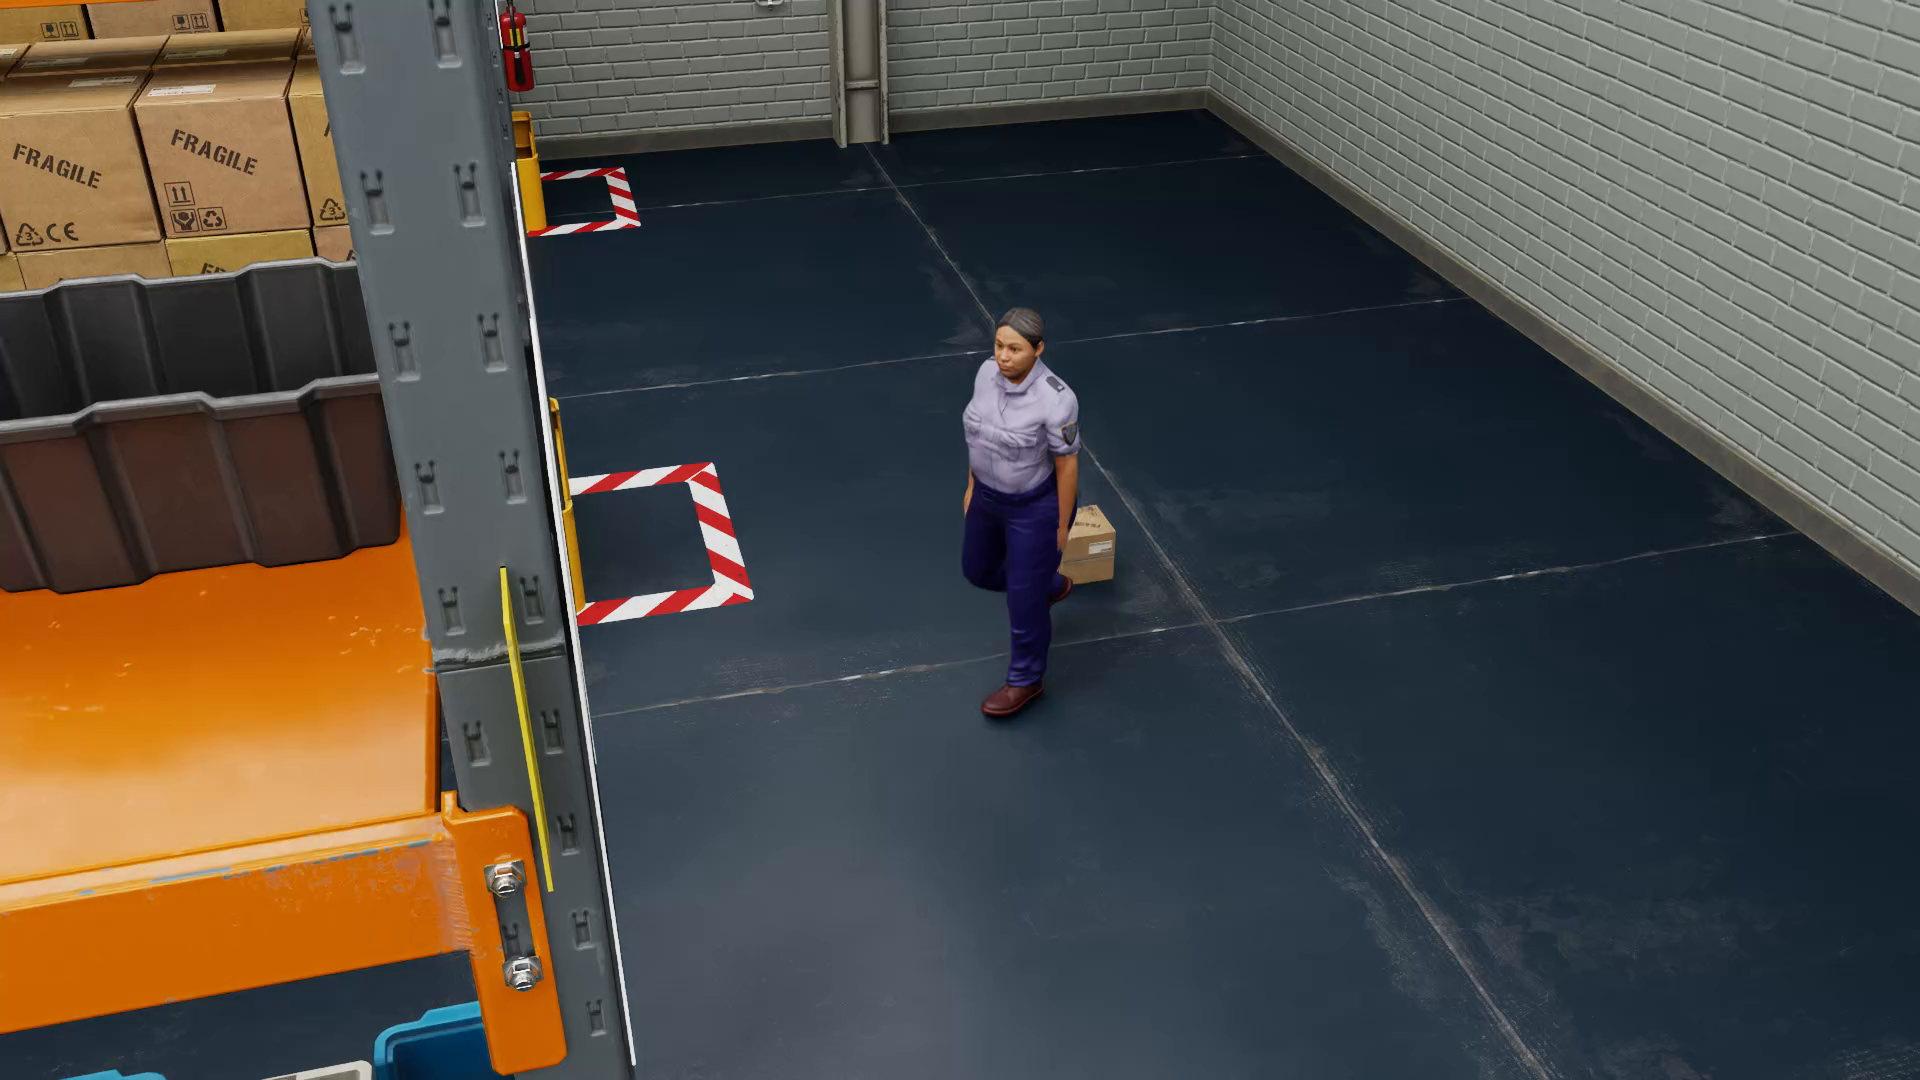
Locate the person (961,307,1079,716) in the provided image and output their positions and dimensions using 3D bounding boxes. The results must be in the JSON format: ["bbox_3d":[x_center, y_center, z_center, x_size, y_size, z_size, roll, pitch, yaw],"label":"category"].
[{"bbox_3d":[0.275,-0.167,6.388,0.679,1.638,0.522,-26,39,-37],"label":"person"}]
